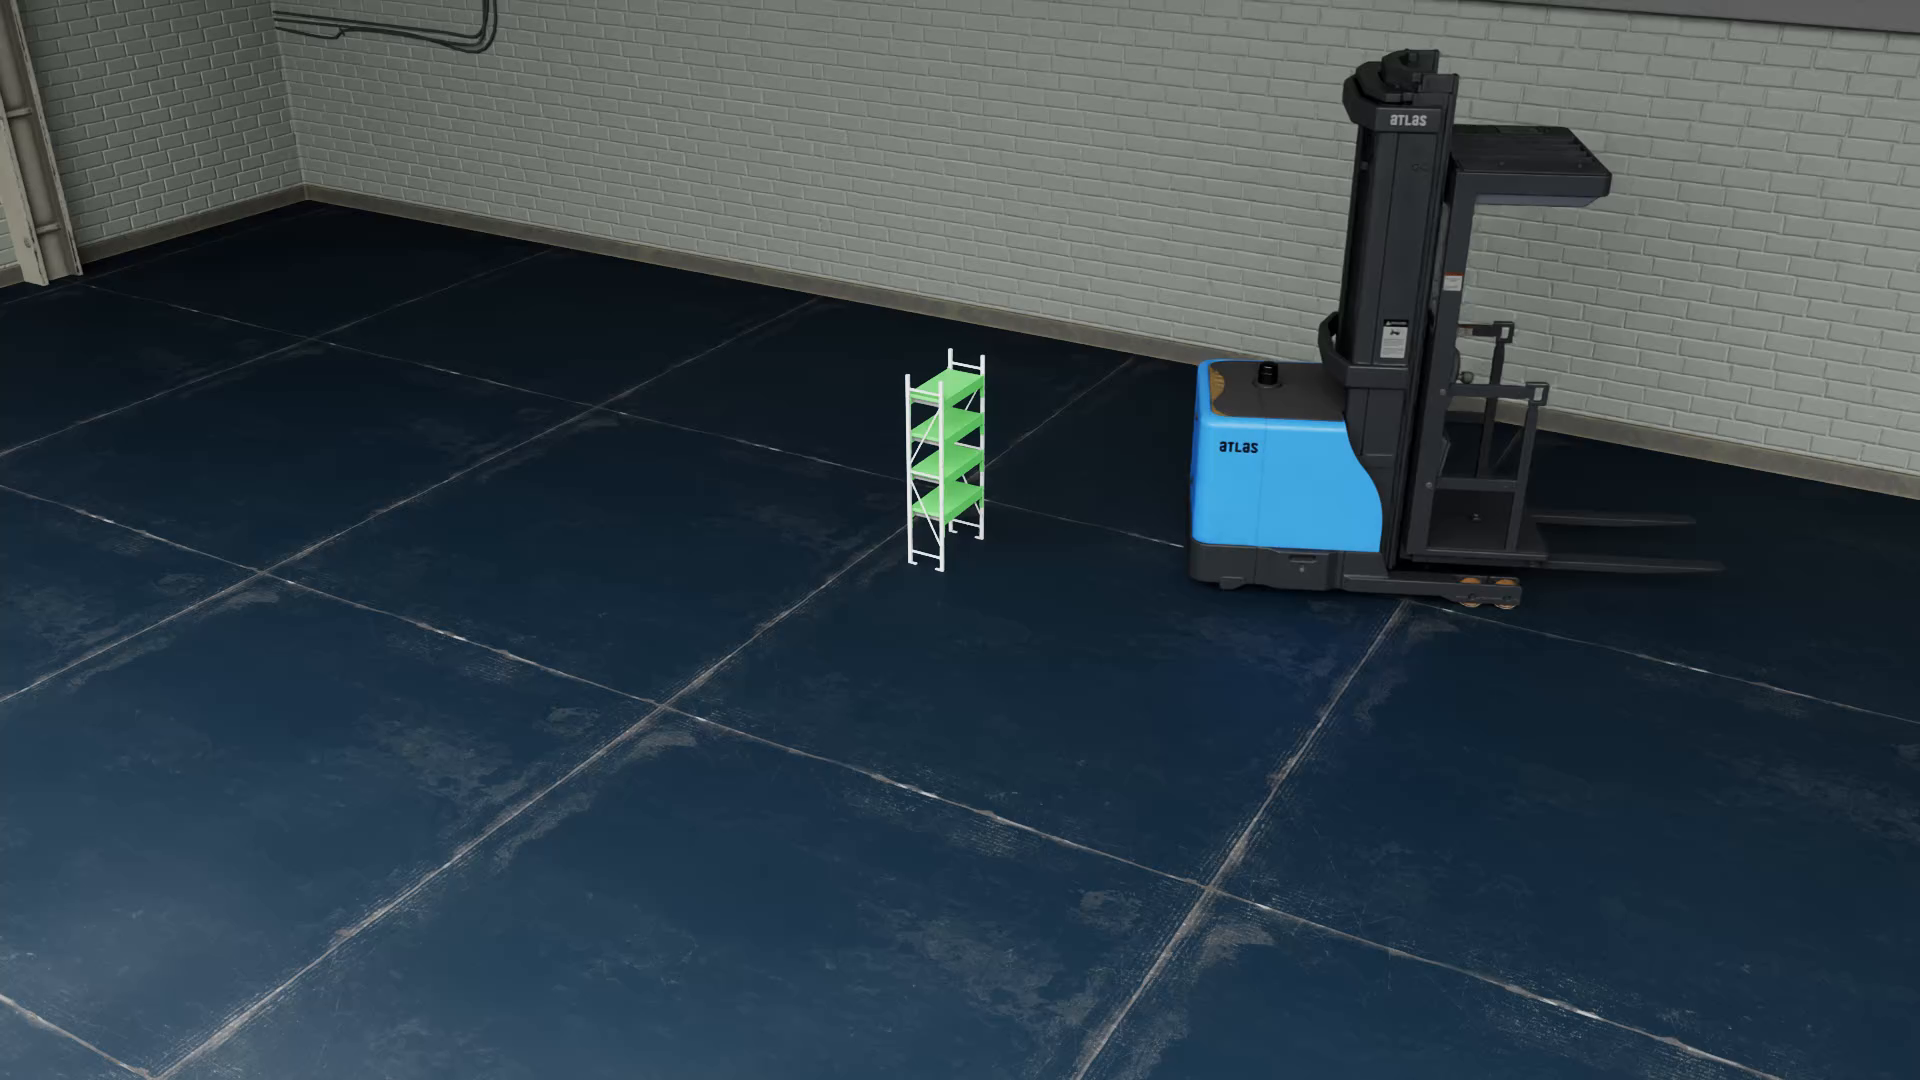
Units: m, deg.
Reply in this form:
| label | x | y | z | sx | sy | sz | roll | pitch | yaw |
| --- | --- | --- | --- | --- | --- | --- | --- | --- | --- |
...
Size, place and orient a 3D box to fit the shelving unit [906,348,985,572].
| label | x | y | z | sx | sy | sz | roll | pitch | yaw |
| --- | --- | --- | --- | --- | --- | --- | --- | --- | --- |
| shelving unit | -0.081 | -0.472 | 9.853 | 0.258 | 1.200 | 0.503 | 14 | 30 | 26 |

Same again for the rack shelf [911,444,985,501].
| label | x | y | z | sx | sy | sz | roll | pitch | yaw |
| --- | --- | --- | --- | --- | --- | --- | --- | --- | --- |
| rack shelf | -0.081 | -0.415 | 9.881 | 0.258 | 0.148 | 0.480 | 14 | 30 | 26 |

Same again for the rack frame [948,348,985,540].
| label | x | y | z | sx | sy | sz | roll | pitch | yaw |
| --- | --- | --- | --- | --- | --- | --- | --- | --- | --- |
| rack frame | 0.039 | -0.567 | 10.043 | 0.240 | 1.200 | 0.015 | 14 | 30 | 26 |

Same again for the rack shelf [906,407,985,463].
| label | x | y | z | sx | sy | sz | roll | pitch | yaw |
| --- | --- | --- | --- | --- | --- | --- | --- | --- | --- |
| rack shelf | -0.081 | -0.630 | 9.774 | 0.258 | 0.148 | 0.480 | 14 | 30 | 26 |

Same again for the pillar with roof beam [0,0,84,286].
| label | x | y | z | sx | sy | sz | roll | pitch | yaw |
| --- | --- | --- | --- | --- | --- | --- | --- | --- | --- |
| pillar with roof beam | -4.419 | -5.443 | 11.070 | 9.100 | 9.000 | 0.400 | 14 | 30 | 26 |

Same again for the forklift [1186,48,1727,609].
| label | x | y | z | sx | sy | sz | roll | pitch | yaw |
| --- | --- | --- | --- | --- | --- | --- | --- | --- | --- |
| forklift | 2.880 | -1.168 | 9.310 | 3.031 | 2.935 | 1.130 | 3 | 27 | 6 |

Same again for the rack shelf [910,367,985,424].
| label | x | y | z | sx | sy | sz | roll | pitch | yaw |
| --- | --- | --- | --- | --- | --- | --- | --- | --- | --- |
| rack shelf | -0.081 | -0.844 | 9.666 | 0.258 | 0.148 | 0.480 | 14 | 30 | 26 |

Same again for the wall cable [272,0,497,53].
| label | x | y | z | sx | sy | sz | roll | pitch | yaw |
| --- | --- | --- | --- | --- | --- | --- | --- | --- | --- |
| wall cable | -5.567 | -5.859 | 15.371 | 3.097 | 2.526 | 0.112 | 14 | 30 | 26 |

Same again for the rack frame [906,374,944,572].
| label | x | y | z | sx | sy | sz | roll | pitch | yaw |
| --- | --- | --- | --- | --- | --- | --- | --- | --- | --- |
| rack frame | -0.201 | -0.377 | 9.663 | 0.240 | 1.200 | 0.015 | 14 | 30 | 26 |

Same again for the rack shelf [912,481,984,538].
| label | x | y | z | sx | sy | sz | roll | pitch | yaw |
| --- | --- | --- | --- | --- | --- | --- | --- | --- | --- |
| rack shelf | -0.081 | -0.200 | 9.989 | 0.258 | 0.148 | 0.480 | 14 | 30 | 26 |
